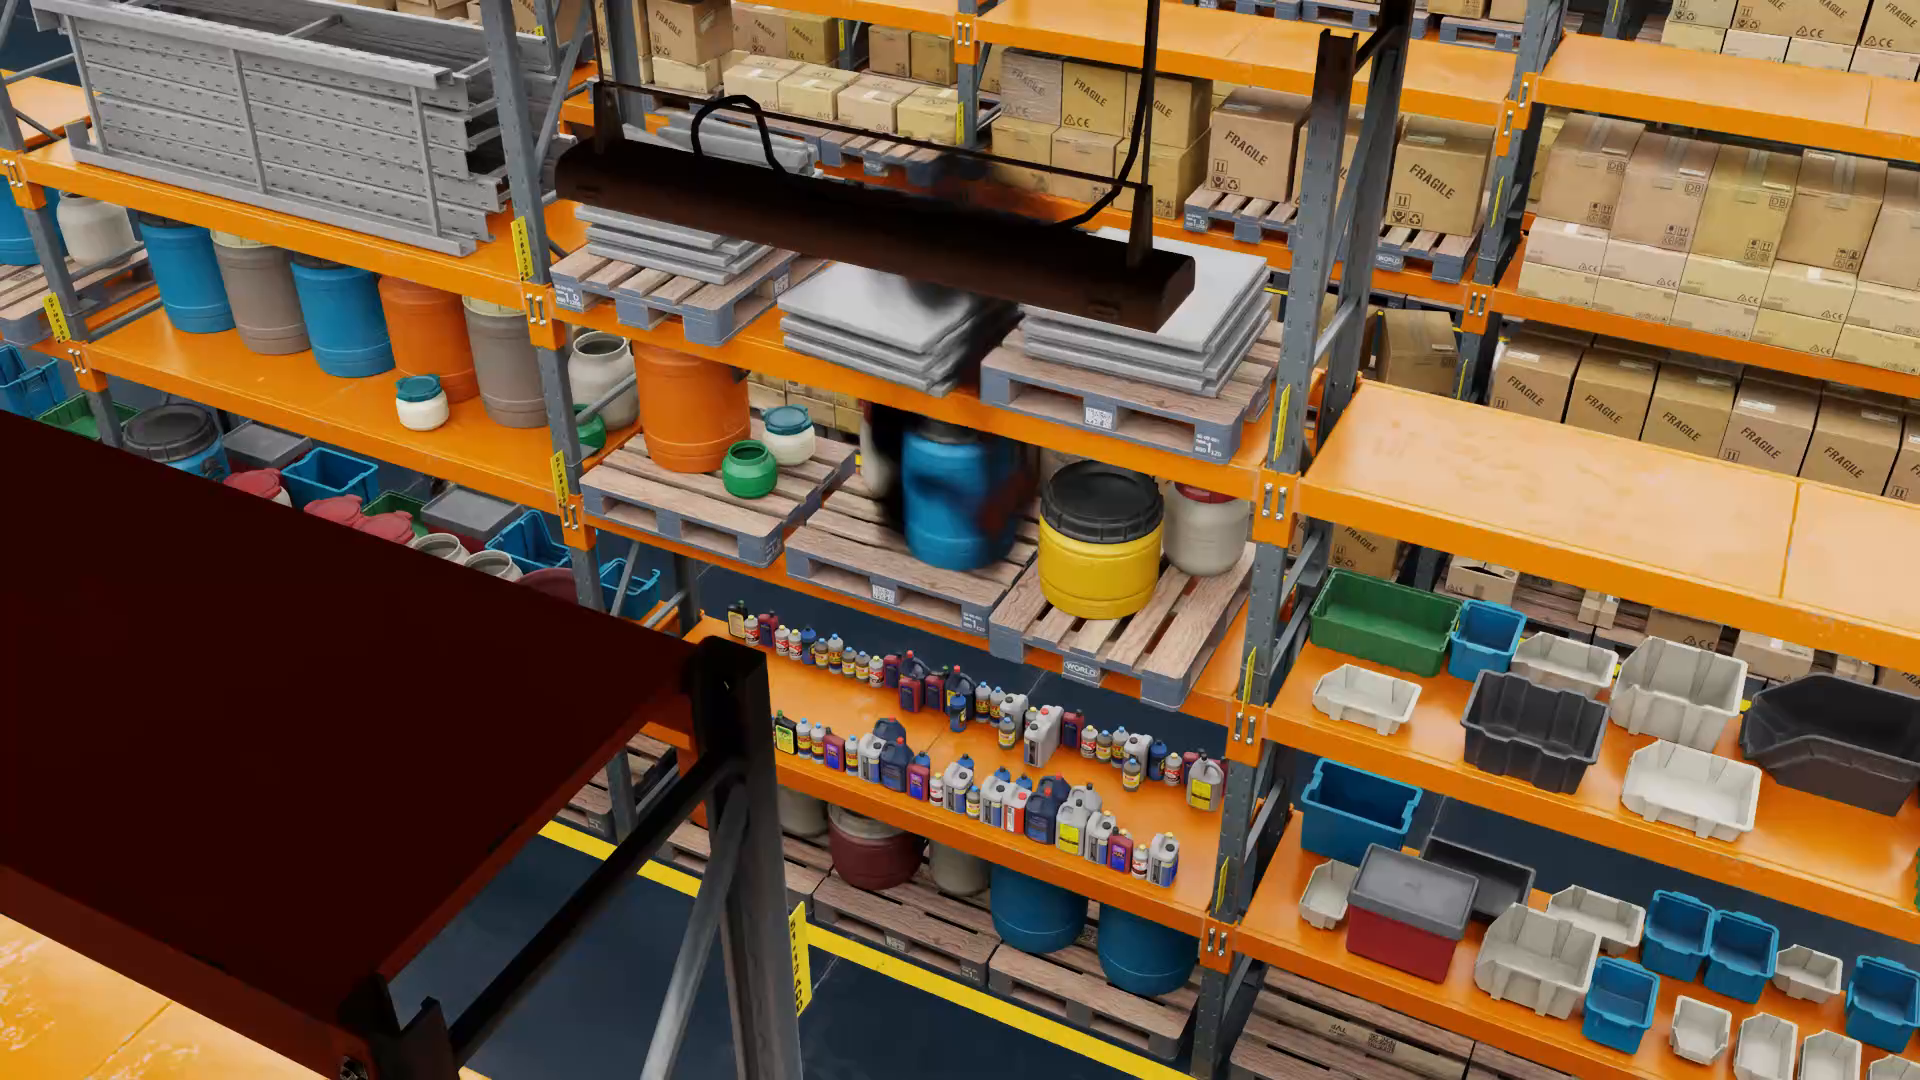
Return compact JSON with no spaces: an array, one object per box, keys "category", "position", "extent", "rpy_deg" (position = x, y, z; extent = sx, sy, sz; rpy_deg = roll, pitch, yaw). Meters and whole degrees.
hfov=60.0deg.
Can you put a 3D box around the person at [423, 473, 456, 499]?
[{"category":"person","position":[-3.910,-0.446,13.102],"extent":[0.558,1.653,0.622],"rpy_deg":[9,36,13]}]

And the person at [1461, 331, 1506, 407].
[{"category":"person","position":[4.619,-1.099,14.127],"extent":[0.900,1.515,0.637],"rpy_deg":[6,35,9]}]
